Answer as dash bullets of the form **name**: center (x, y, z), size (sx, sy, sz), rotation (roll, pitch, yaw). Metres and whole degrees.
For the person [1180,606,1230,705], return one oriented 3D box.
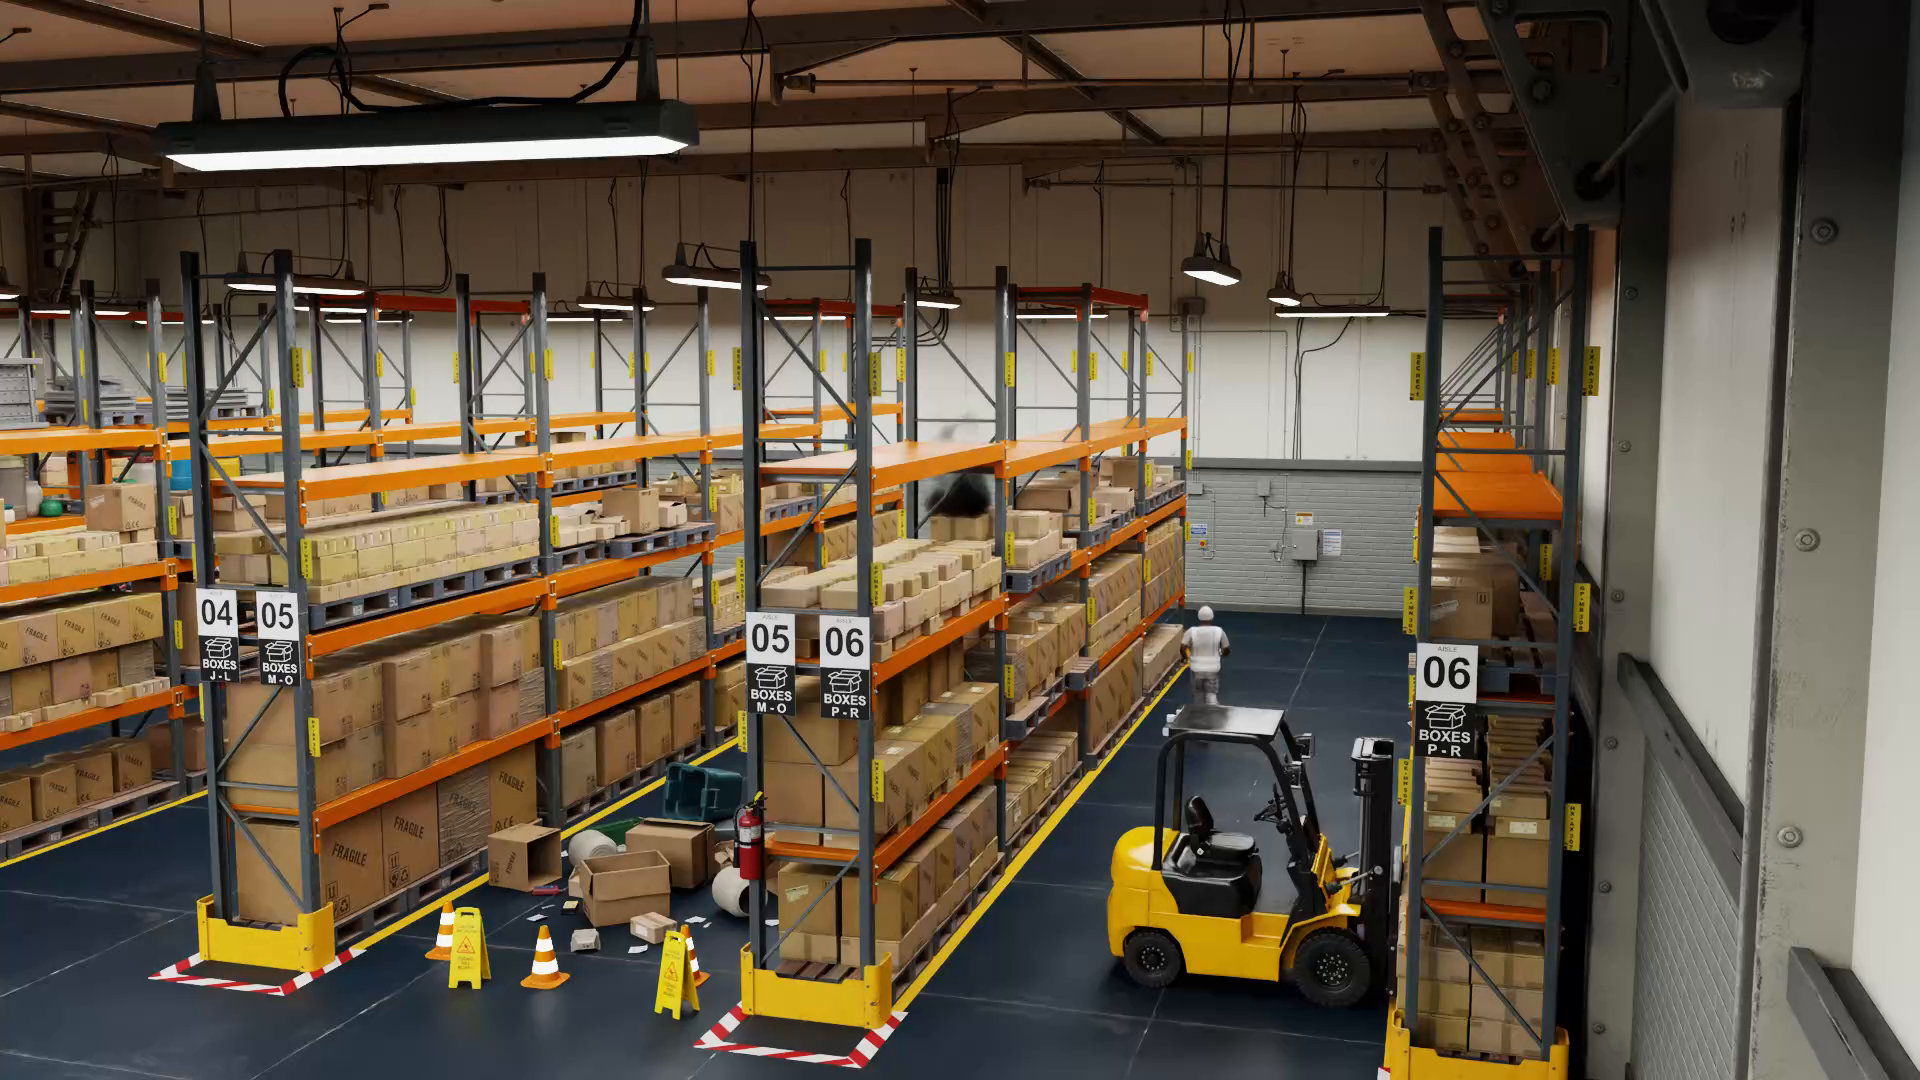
- **person**: center (3.335, 1.768, 22.650), size (0.666, 1.754, 0.803), rotation (1, 6, 5)
